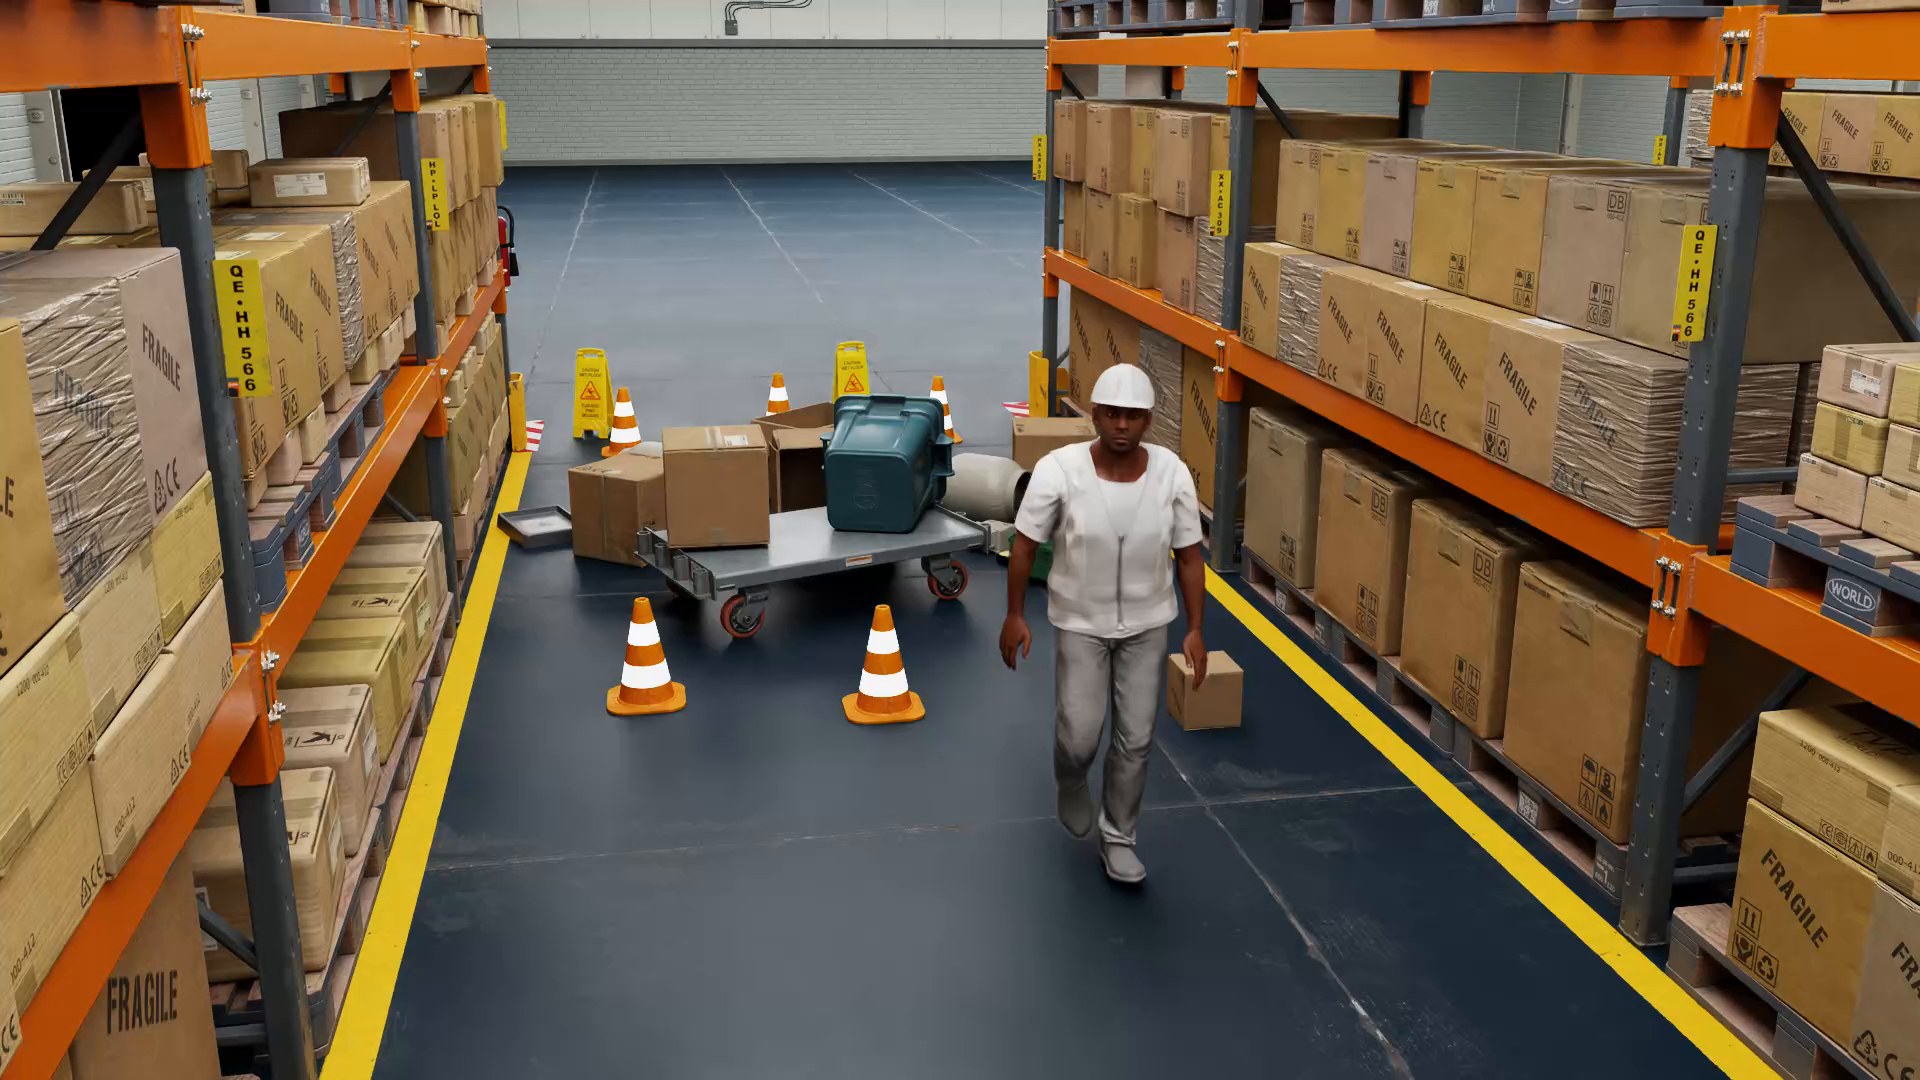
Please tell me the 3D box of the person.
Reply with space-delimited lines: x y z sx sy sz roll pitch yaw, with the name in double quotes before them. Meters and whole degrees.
"person" 0.463 0.268 5.531 0.657 1.749 0.555 -2 16 -6
